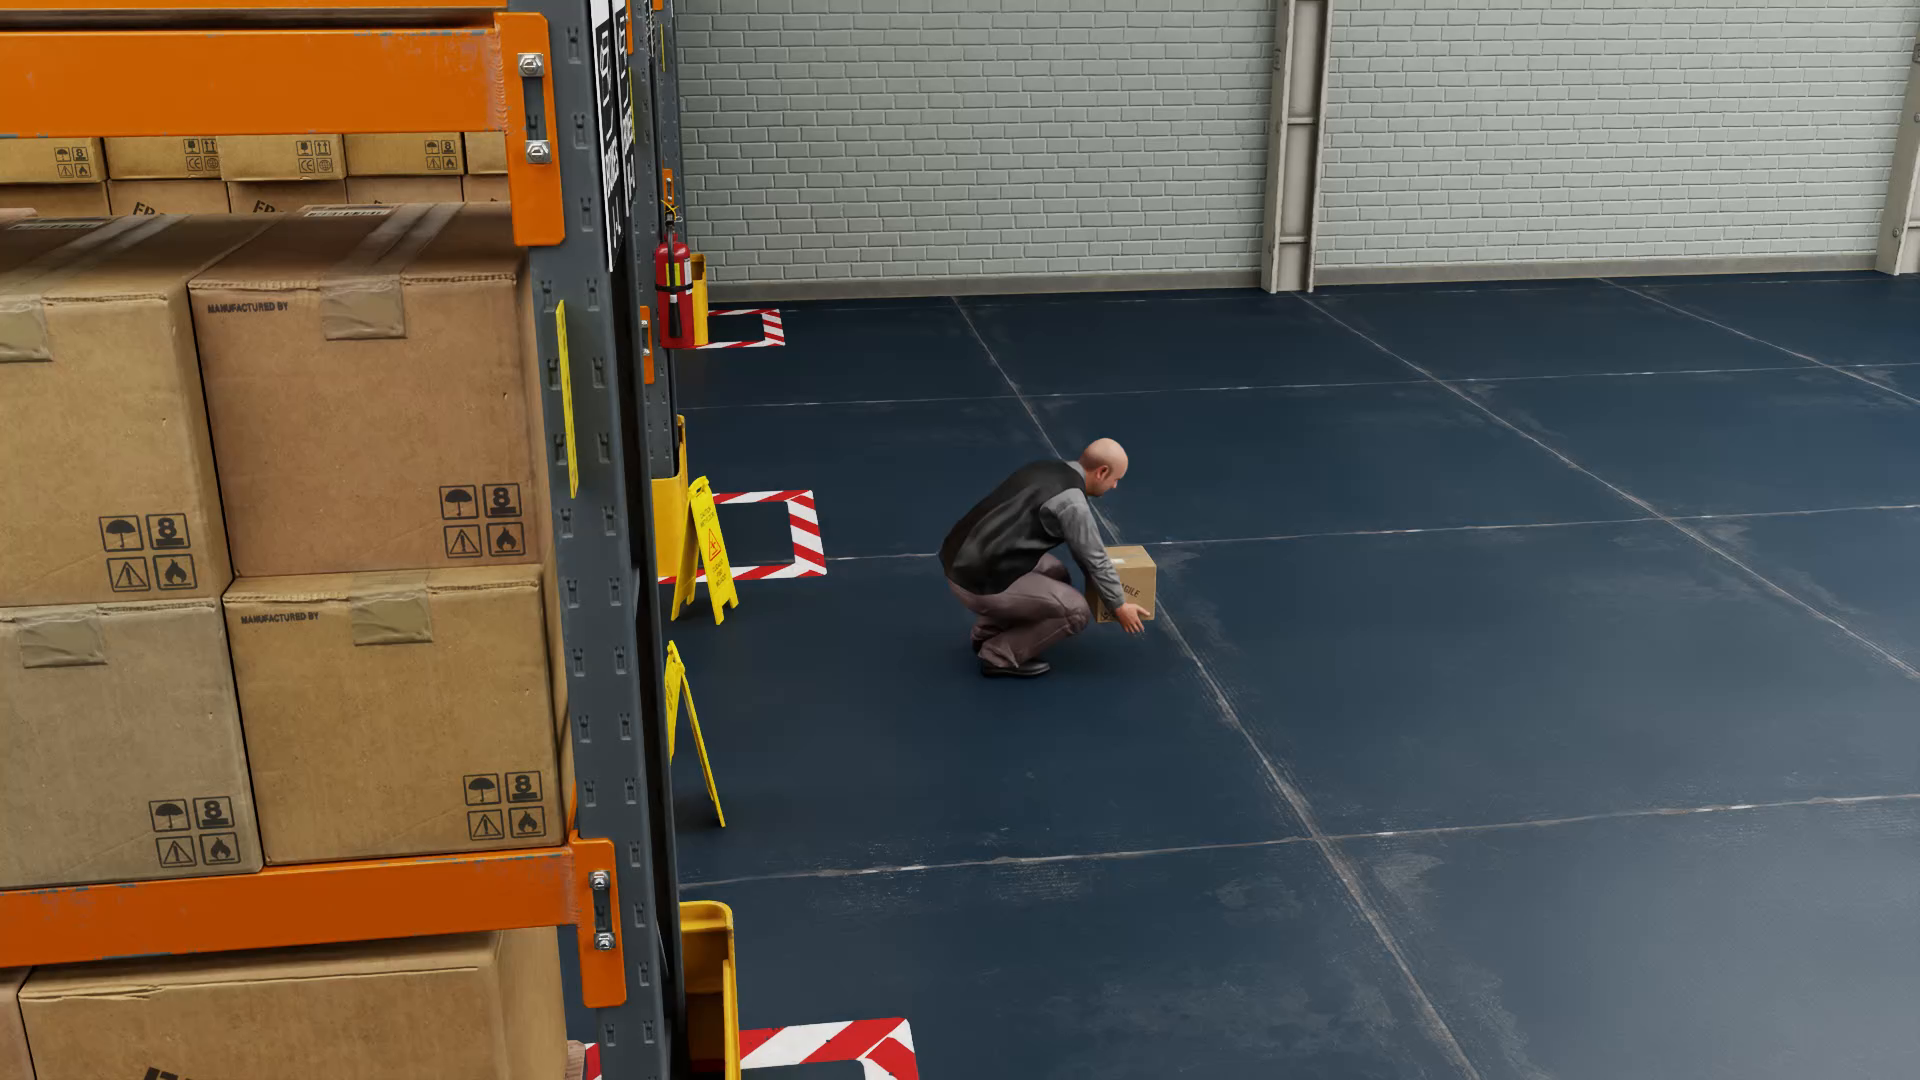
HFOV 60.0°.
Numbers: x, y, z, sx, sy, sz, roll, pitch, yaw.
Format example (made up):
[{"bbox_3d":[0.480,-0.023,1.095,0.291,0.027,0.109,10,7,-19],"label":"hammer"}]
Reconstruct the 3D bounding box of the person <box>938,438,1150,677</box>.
[{"bbox_3d":[0.355,0.061,7.070,0.881,0.970,0.523,-3,20,-9],"label":"person"}]
